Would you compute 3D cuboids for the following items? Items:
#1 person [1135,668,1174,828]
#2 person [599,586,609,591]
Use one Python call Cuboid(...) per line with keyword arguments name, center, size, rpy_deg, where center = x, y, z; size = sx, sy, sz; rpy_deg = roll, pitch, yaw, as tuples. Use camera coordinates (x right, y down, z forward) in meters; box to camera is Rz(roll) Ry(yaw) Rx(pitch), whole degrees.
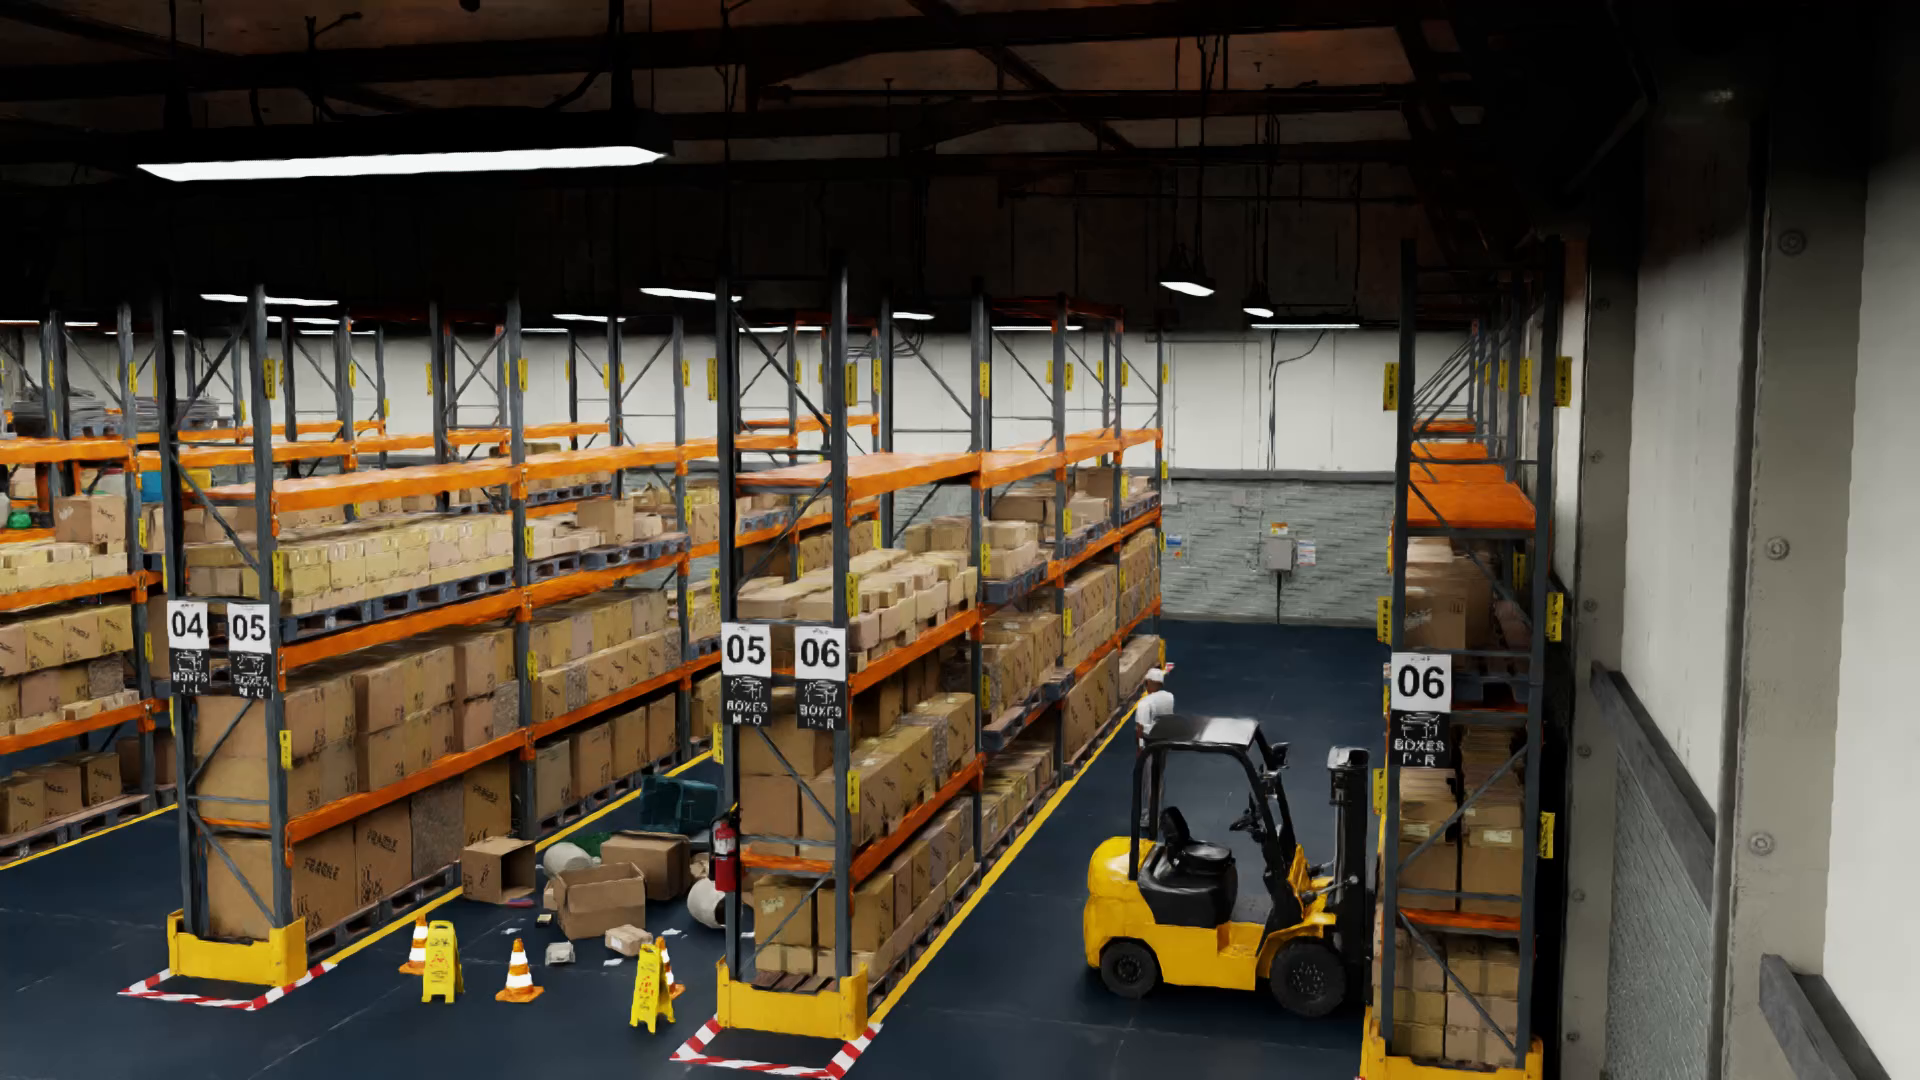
Cuboid(name="person", center=(2.129, 2.301, 18.665), size=(0.624, 1.764, 0.503), rpy_deg=(-6, 8, -45))
Cuboid(name="person", center=(-5.667, 1.535, 26.807), size=(0.598, 1.619, 0.507), rpy_deg=(1, 6, 13))
